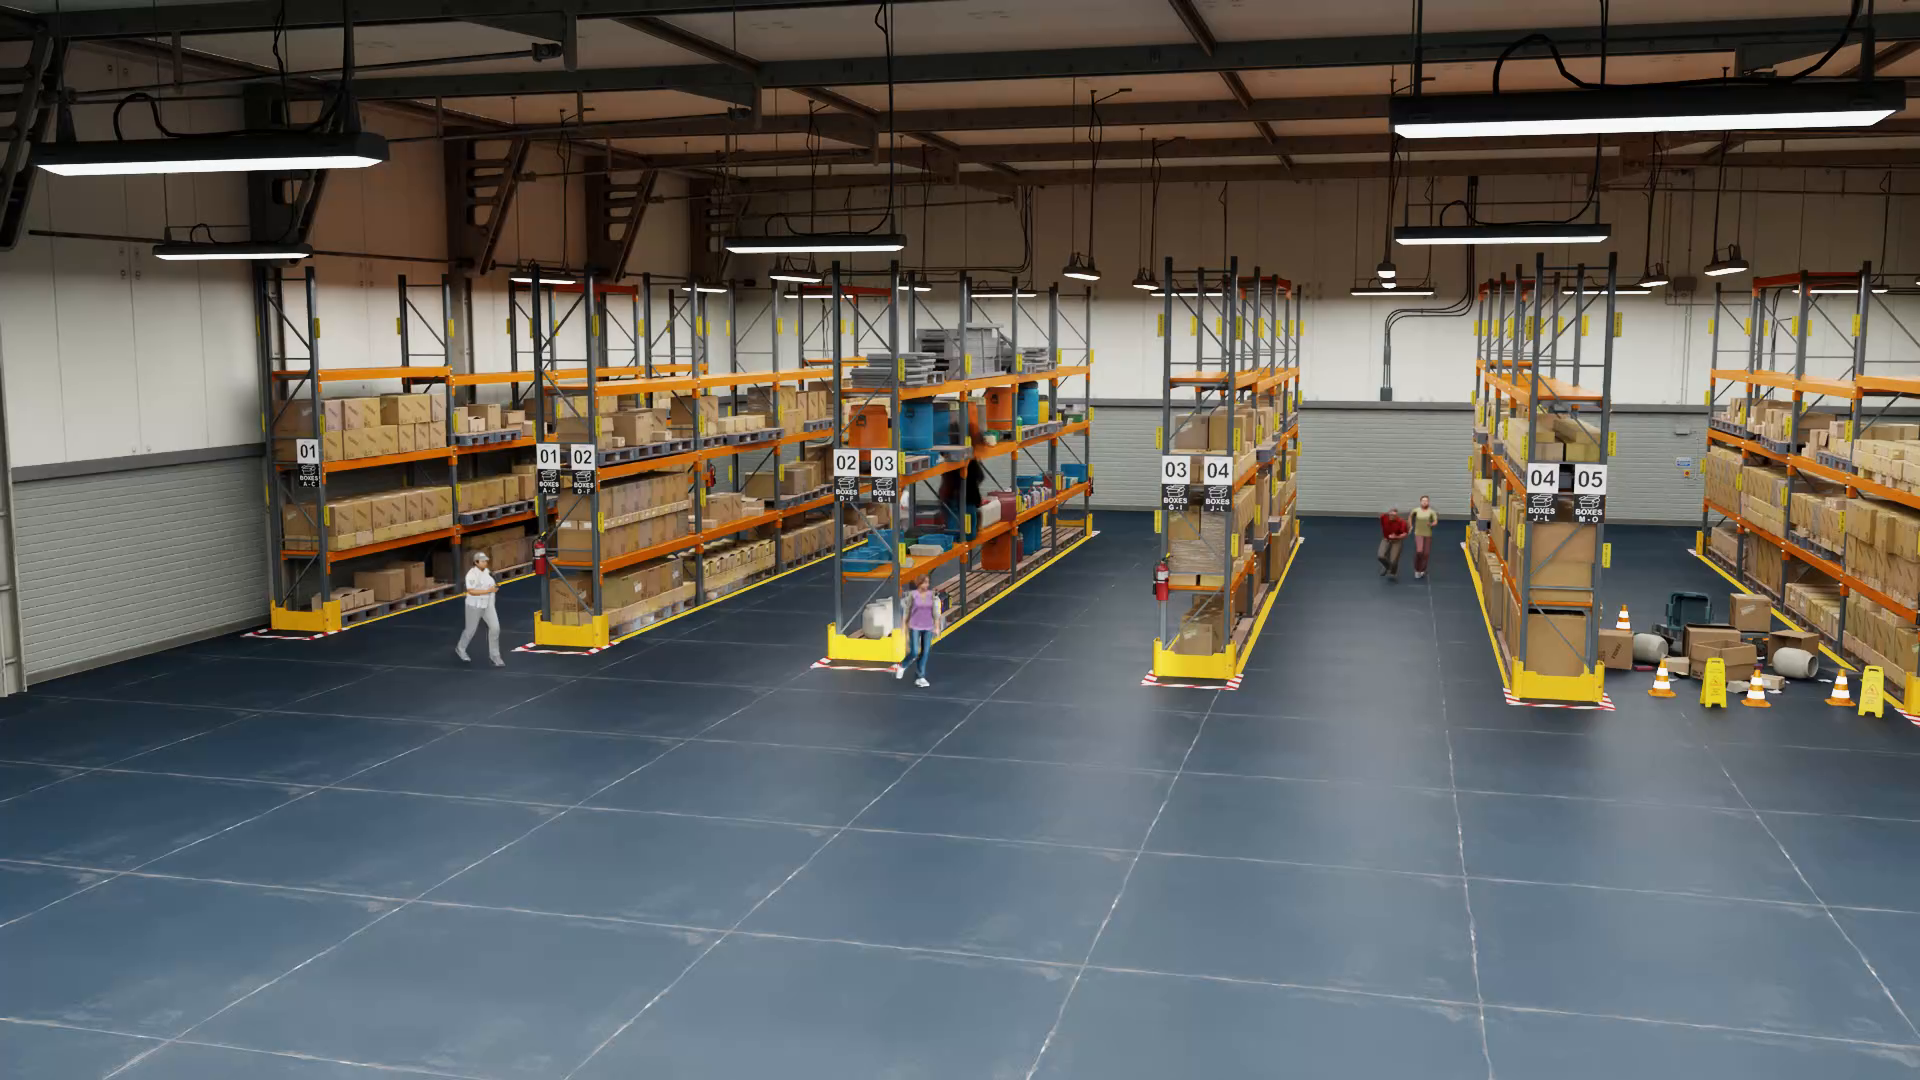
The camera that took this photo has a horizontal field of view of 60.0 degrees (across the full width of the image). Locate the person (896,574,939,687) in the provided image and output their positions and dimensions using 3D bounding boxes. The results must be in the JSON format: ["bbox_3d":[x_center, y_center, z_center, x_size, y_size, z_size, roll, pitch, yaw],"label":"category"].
[{"bbox_3d":[-0.608,1.256,23.360,0.545,1.590,0.520,-3,8,-24],"label":"person"}]

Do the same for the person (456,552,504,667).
[{"bbox_3d":[-7.197,1.028,24.832,0.856,1.712,0.561,5,9,32],"label":"person"}]

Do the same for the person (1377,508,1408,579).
[{"bbox_3d":[8.570,0.070,33.040,0.706,1.485,1.017,4,8,30],"label":"person"}]

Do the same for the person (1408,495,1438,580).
[{"bbox_3d":[9.307,-0.059,33.410,0.540,1.688,0.689,1,7,6],"label":"person"}]

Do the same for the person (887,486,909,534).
[{"bbox_3d":[-1.312,-0.467,36.263,0.637,1.800,0.726,1,7,5],"label":"person"}]
